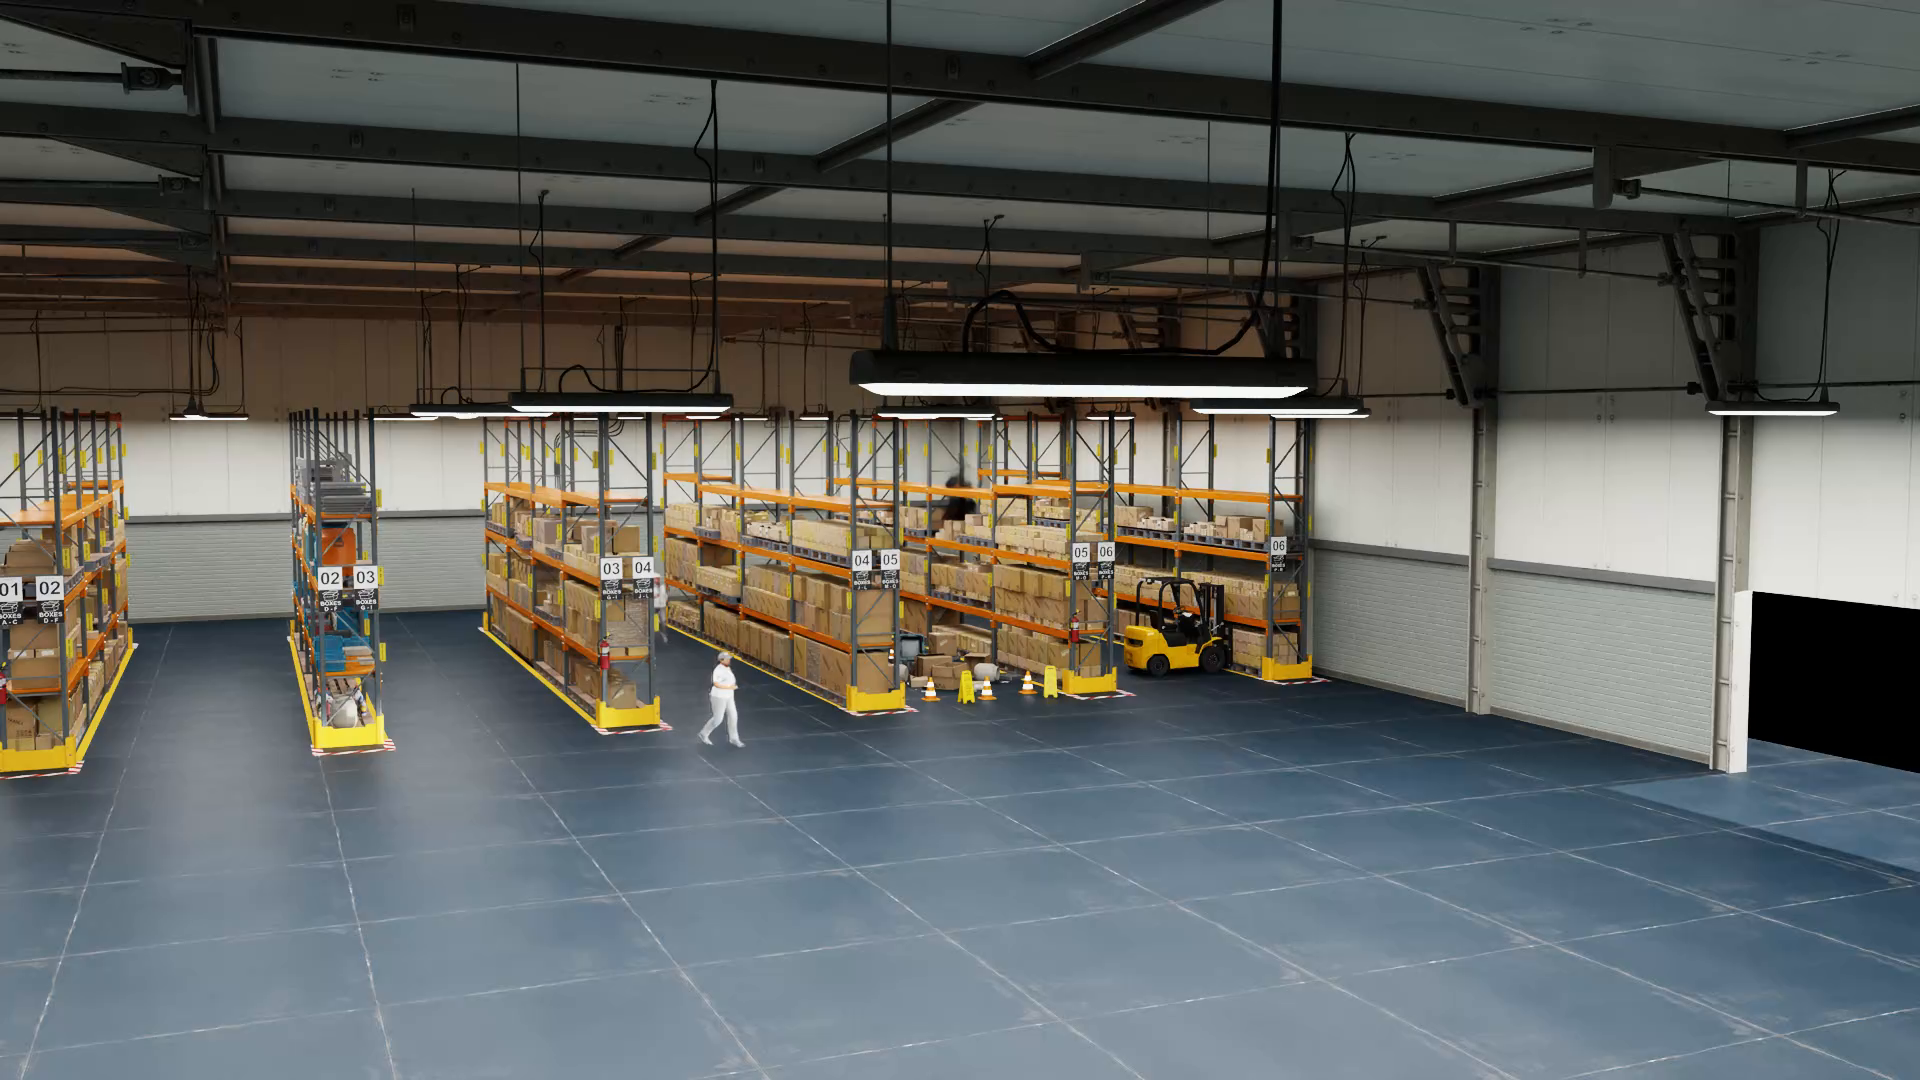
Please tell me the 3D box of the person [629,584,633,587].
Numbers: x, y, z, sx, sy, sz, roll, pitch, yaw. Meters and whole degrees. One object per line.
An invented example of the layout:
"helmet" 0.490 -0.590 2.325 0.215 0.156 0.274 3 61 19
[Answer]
"person" -9.355 1.480 48.508 0.718 1.764 0.635 4 6 44

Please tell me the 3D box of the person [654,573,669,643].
"person" -7.916 1.759 43.569 0.659 1.774 0.944 -2 4 -25

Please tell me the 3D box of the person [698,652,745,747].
"person" -4.223 2.827 29.492 0.801 1.702 0.622 1 4 18
